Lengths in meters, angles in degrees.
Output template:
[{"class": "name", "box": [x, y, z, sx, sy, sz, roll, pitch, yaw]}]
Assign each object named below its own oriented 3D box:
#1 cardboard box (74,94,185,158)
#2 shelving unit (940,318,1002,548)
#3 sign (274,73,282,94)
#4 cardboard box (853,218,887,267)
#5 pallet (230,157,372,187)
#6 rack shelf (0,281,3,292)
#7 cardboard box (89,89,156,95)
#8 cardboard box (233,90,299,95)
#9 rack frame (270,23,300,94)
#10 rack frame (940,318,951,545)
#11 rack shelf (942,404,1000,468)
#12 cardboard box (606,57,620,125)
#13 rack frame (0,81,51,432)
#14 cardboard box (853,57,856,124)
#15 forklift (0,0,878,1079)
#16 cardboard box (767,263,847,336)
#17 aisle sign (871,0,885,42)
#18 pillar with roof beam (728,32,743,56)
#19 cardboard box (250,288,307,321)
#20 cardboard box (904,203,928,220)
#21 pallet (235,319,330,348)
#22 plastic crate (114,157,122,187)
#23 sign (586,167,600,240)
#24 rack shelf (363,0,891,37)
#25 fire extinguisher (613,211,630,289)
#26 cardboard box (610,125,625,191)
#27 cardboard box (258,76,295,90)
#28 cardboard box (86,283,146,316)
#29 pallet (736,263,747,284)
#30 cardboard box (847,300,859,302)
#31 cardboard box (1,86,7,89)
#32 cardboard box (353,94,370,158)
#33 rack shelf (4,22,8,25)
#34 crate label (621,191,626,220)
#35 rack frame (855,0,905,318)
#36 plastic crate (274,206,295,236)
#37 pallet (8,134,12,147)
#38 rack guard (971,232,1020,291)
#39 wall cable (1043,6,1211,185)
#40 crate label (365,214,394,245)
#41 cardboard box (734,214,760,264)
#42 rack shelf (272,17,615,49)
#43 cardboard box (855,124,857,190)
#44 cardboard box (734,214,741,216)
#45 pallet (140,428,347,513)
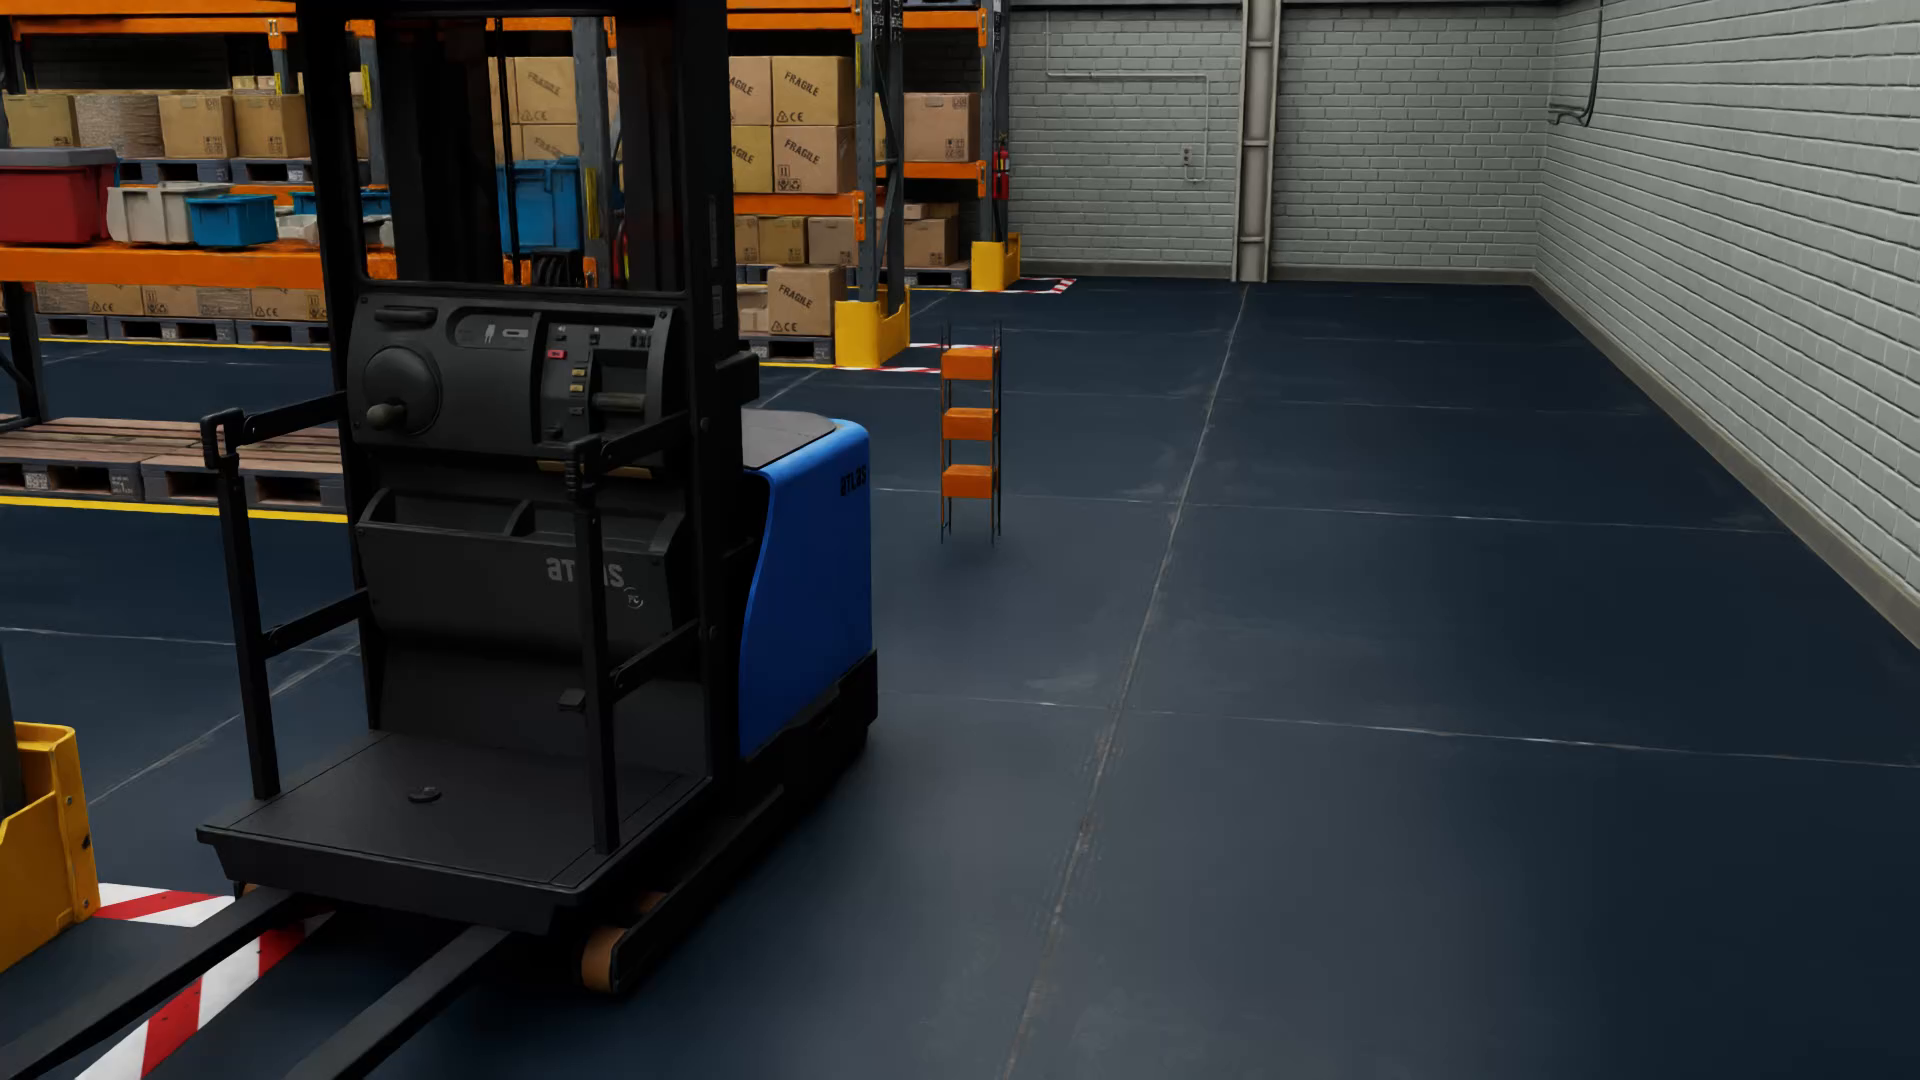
[{"class": "cardboard box", "box": [-6.956, -3.495, 14.016, 0.500, 0.500, 0.700, 6, 17, 22]}, {"class": "shelving unit", "box": [0.052, -0.503, 7.842, 0.252, 1.050, 0.215, 3, 16, 11]}, {"class": "sign", "box": [-7.569, -5.020, 18.476, 0.005, 0.325, 0.100, 3, 16, 11]}, {"class": "cardboard box", "box": [-0.827, -3.253, 18.012, 0.500, 0.500, 0.700, 3, 16, 11]}, {"class": "pallet", "box": [-5.295, -3.113, 13.970, 1.213, 0.211, 1.003, 3, 16, 11]}, {"class": "rack shelf", "box": [-7.485, -1.598, 9.490, 4.000, 0.370, 1.077, 3, 16, 11]}, {"class": "cardboard box", "box": [-9.701, -5.022, 19.490, 0.500, 0.500, 0.700, 5, 16, 19]}, {"class": "cardboard box", "box": [-7.933, -4.926, 19.143, 0.500, 0.500, 0.700, 1, 16, 5]}, {"class": "rack frame", "box": [-7.470, -4.643, 19.134, 0.127, 3.000, 1.000, 3, 16, 11]}, {"class": "rack frame", "box": [-0.067, -0.510, 7.865, 0.008, 1.050, 0.200, 3, 16, 11]}, {"class": "rack shelf", "box": [0.052, -0.493, 7.844, 0.240, 0.259, 0.215, 3, 16, 11]}, {"class": "cardboard box", "box": [-2.613, -3.483, 12.888, 0.500, 0.500, 0.500, 4, 16, 13]}, {"class": "rack frame", "box": [-5.525, -1.839, 9.010, 0.127, 3.000, 1.000, 3, 16, 11]}, {"class": "cardboard box", "box": [-0.997, -3.544, 13.107, 0.500, 0.500, 0.500, 4, 16, 13]}, {"class": "forklift", "box": [-1.226, -0.433, 4.066, 1.130, 2.935, 3.031, 5, 16, 18]}, {"class": "cardboard box", "box": [-1.196, -1.893, 13.066, 0.500, 0.500, 0.500, 3, 16, 11]}, {"class": "aisle sign", "box": [-0.609, -4.090, 12.270, 0.004, 0.787, 0.394, 3, 16, 11]}, {"class": "pillar with roof beam", "box": [-3.550, -6.384, 14.182, 0.400, 9.000, 9.100, 3, 16, 11]}, {"class": "cardboard box", "box": [-5.558, -2.121, 13.889, 0.500, 0.500, 0.500, 3, 16, 11]}, {"class": "cardboard box", "box": [-0.499, -3.498, 17.682, 0.250, 0.149, 0.380, 3, 16, 10]}, {"class": "pallet", "box": [-5.339, -1.824, 14.180, 1.213, 0.211, 1.003, 3, 16, 11]}, {"class": "plastic crate", "box": [-4.999, -1.924, 9.237, 0.575, 0.384, 0.392, 3, 16, 11]}, {"class": "sign", "box": [-1.699, -1.560, 7.698, 0.005, 0.325, 0.100, 3, 16, 11]}, {"class": "rack shelf", "box": [-2.574, -4.127, 12.999, 4.000, 0.370, 1.077, 3, 16, 11]}, {"class": "fire extinguisher", "box": [-1.548, -1.282, 7.844, 0.183, 0.674, 0.296, 3, 16, 11]}, {"class": "cardboard box", "box": [-2.598, -3.004, 13.029, 0.500, 0.500, 0.500, 3, 16, 10]}, {"class": "cardboard box", "box": [-7.815, -5.226, 19.014, 0.250, 0.149, 0.380, 1, 16, 4]}, {"class": "cardboard box", "box": [-7.060, -2.201, 14.177, 0.500, 0.500, 0.500, 3, 16, 10]}, {"class": "pallet", "box": [-2.821, -3.025, 18.519, 1.213, 0.211, 1.003, 3, 16, 11]}, {"class": "cardboard box", "box": [-0.956, -1.872, 13.646, 0.250, 0.149, 0.380, 3, 16, 11]}, {"class": "cardboard box", "box": [-11.809, -5.234, 20.107, 0.500, 0.500, 0.500, 3, 16, 10]}, {"class": "cardboard box", "box": [-4.954, -3.468, 13.920, 0.500, 0.500, 0.700, -2, 16, -8]}, {"class": "rack shelf", "box": [-10.414, -4.552, 14.535, 4.000, 0.370, 1.077, 3, 16, 11]}, {"class": "crate label", "box": [-1.781, -1.673, 8.615, 0.303, 0.233, 0.416, 3, 16, 11]}, {"class": "rack frame", "box": [-0.614, -2.921, 12.919, 0.127, 3.000, 1.000, 3, 16, 11]}, {"class": "plastic crate", "box": [-3.759, -1.726, 8.987, 0.466, 0.136, 0.293, 3, 16, 11]}, {"class": "pallet", "box": [-10.670, -4.685, 19.644, 1.213, 0.211, 1.003, 3, 16, 11]}, {"class": "rack guard", "box": [0.393, -3.011, 17.927, 0.348, 0.500, 1.175, 3, 16, 11]}, {"class": "wall cable", "box": [1.812, -4.886, 18.110, 1.851, 1.984, 0.084, 3, 16, 11]}, {"class": "crate label", "box": [-2.999, -1.551, 8.355, 0.243, 0.136, 0.396, 3, 16, 11]}, {"class": "cardboard box", "box": [-2.347, -3.334, 18.304, 0.500, 0.500, 0.700, 3, 16, 11]}, {"class": "rack shelf", "box": [-5.511, -5.635, 18.446, 4.000, 0.370, 1.077, 3, 16, 11]}, {"class": "cardboard box", "box": [-0.997, -3.062, 13.240, 0.500, 0.500, 0.500, 3, 16, 12]}, {"class": "cardboard box", "box": [-2.539, -3.608, 18.079, 0.250, 0.149, 0.380, 4, 16, 13]}, {"class": "pallet", "box": [-3.597, -0.401, 9.046, 1.213, 0.211, 1.003, 3, 16, 11]}]
